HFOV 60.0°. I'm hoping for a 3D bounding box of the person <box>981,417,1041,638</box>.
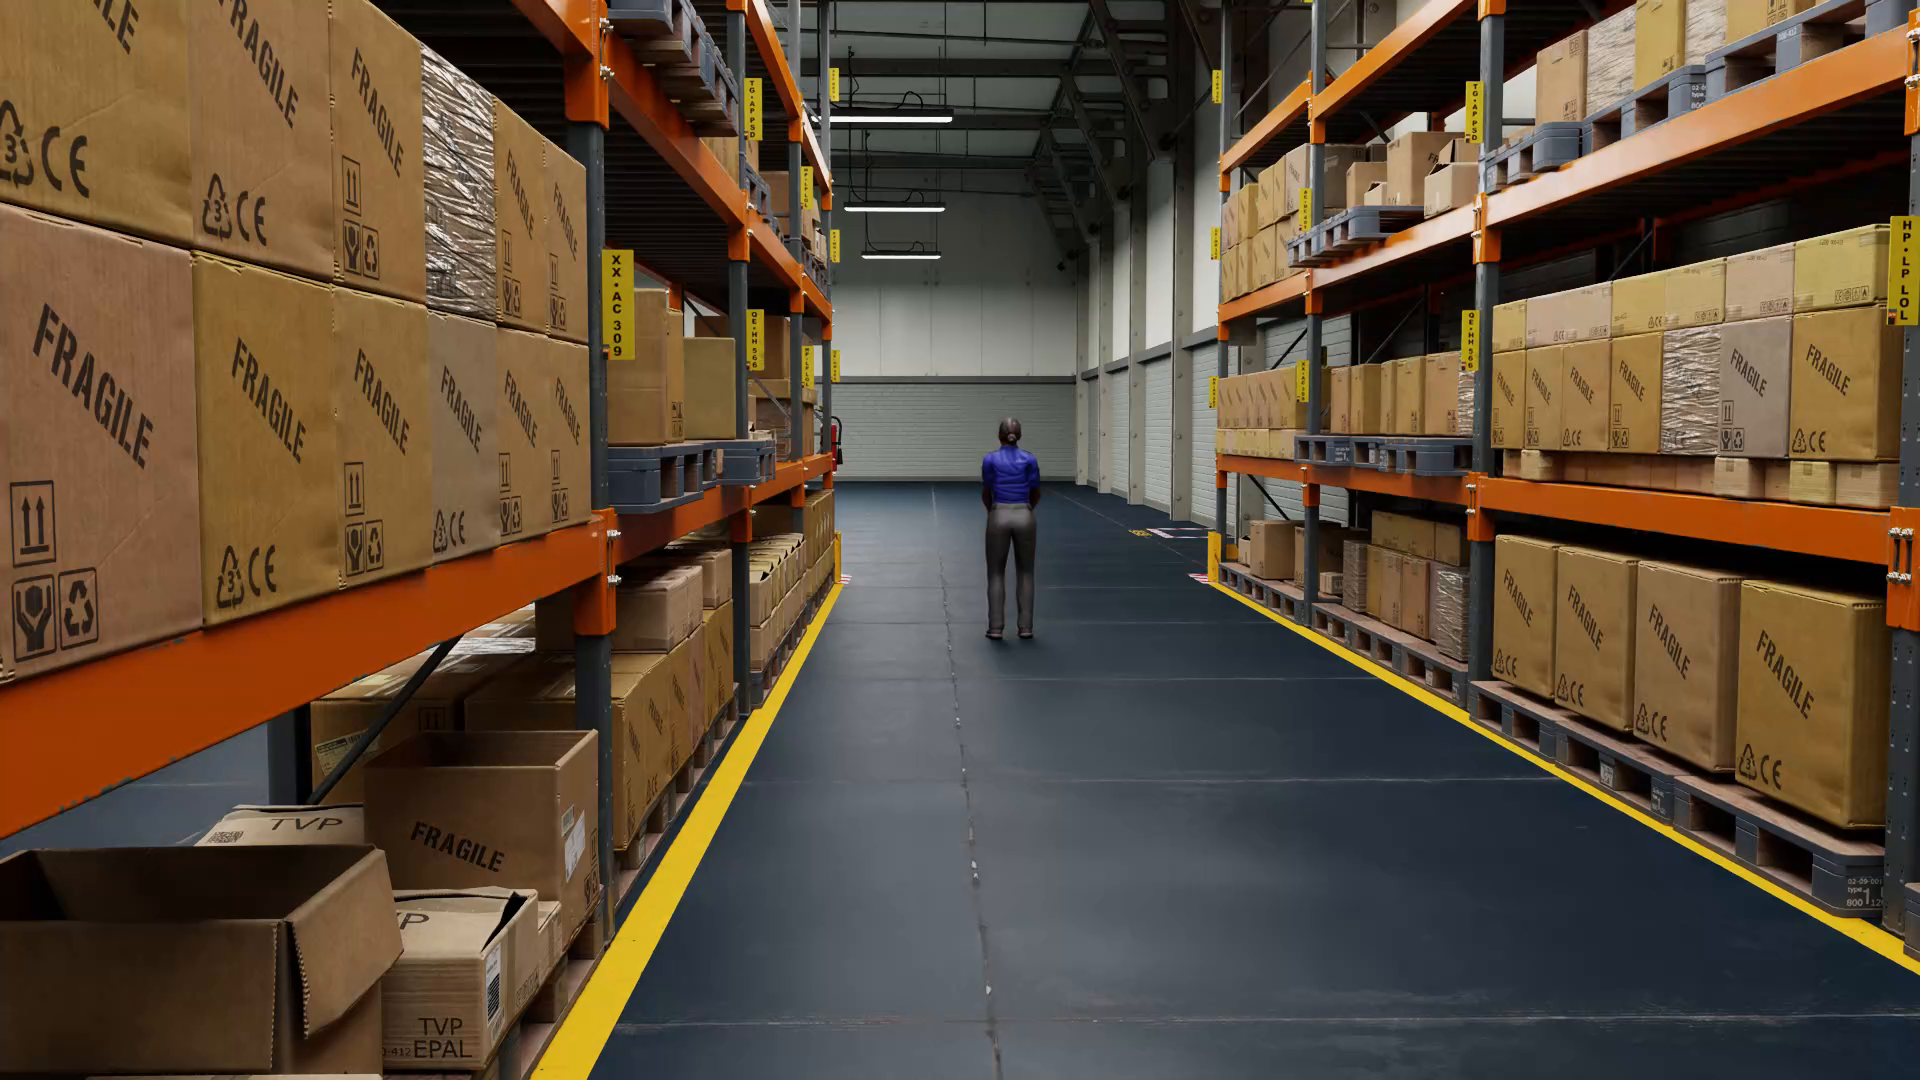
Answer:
[{"bbox_3d":[0.382,-0.094,12.496,0.449,1.655,0.500,0,4,-1],"label":"person"}]
